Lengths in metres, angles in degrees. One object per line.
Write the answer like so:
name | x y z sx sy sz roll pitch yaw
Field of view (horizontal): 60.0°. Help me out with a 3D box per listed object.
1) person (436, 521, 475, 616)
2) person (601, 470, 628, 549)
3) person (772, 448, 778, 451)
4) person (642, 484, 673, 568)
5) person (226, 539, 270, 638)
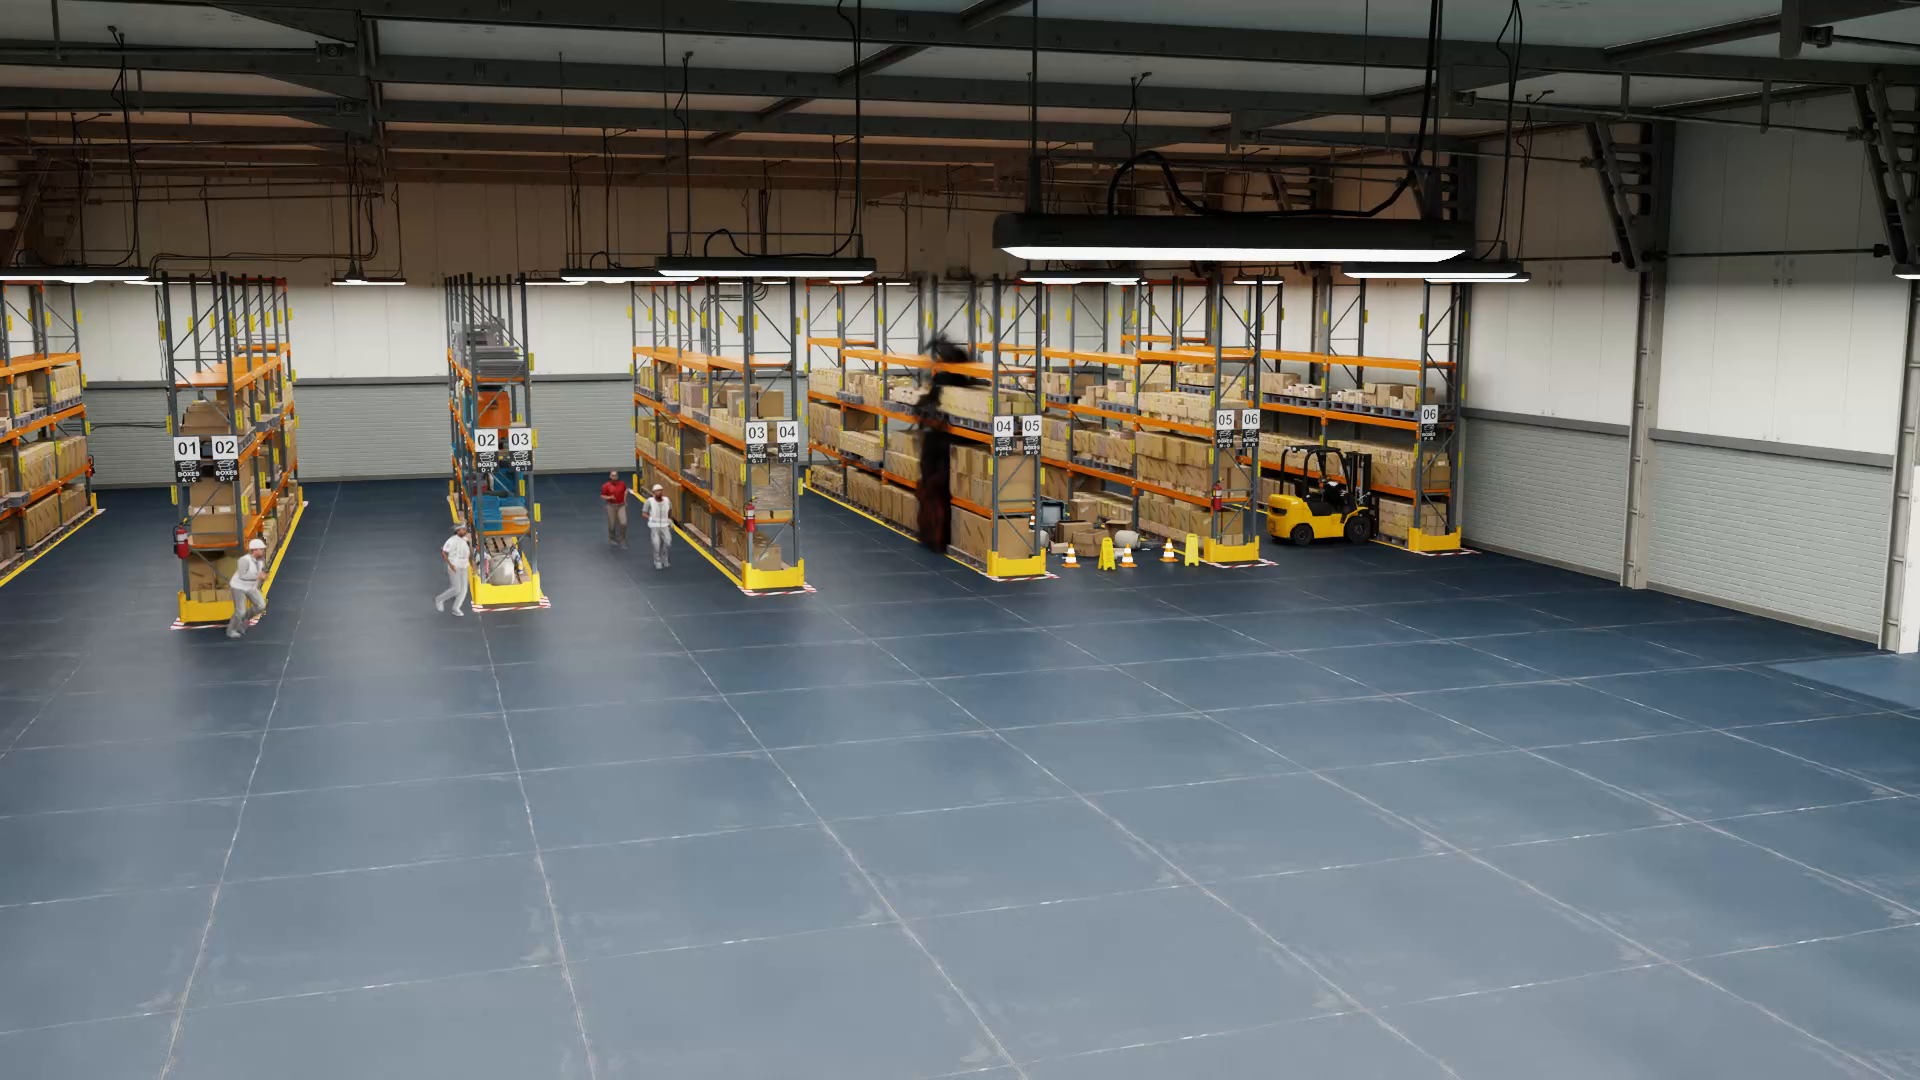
person | -8.912 0.487 29.453 0.574 1.639 0.653 5 10 28
person | -7.619 -0.647 36.797 0.638 1.784 0.767 -4 9 -24
person | -5.109 -2.131 46.664 0.585 1.694 0.855 -2 9 -12
person | -6.139 -0.266 33.964 0.679 1.744 0.607 -4 9 -22
person | -11.697 0.785 27.415 0.882 1.643 0.686 2 9 14
